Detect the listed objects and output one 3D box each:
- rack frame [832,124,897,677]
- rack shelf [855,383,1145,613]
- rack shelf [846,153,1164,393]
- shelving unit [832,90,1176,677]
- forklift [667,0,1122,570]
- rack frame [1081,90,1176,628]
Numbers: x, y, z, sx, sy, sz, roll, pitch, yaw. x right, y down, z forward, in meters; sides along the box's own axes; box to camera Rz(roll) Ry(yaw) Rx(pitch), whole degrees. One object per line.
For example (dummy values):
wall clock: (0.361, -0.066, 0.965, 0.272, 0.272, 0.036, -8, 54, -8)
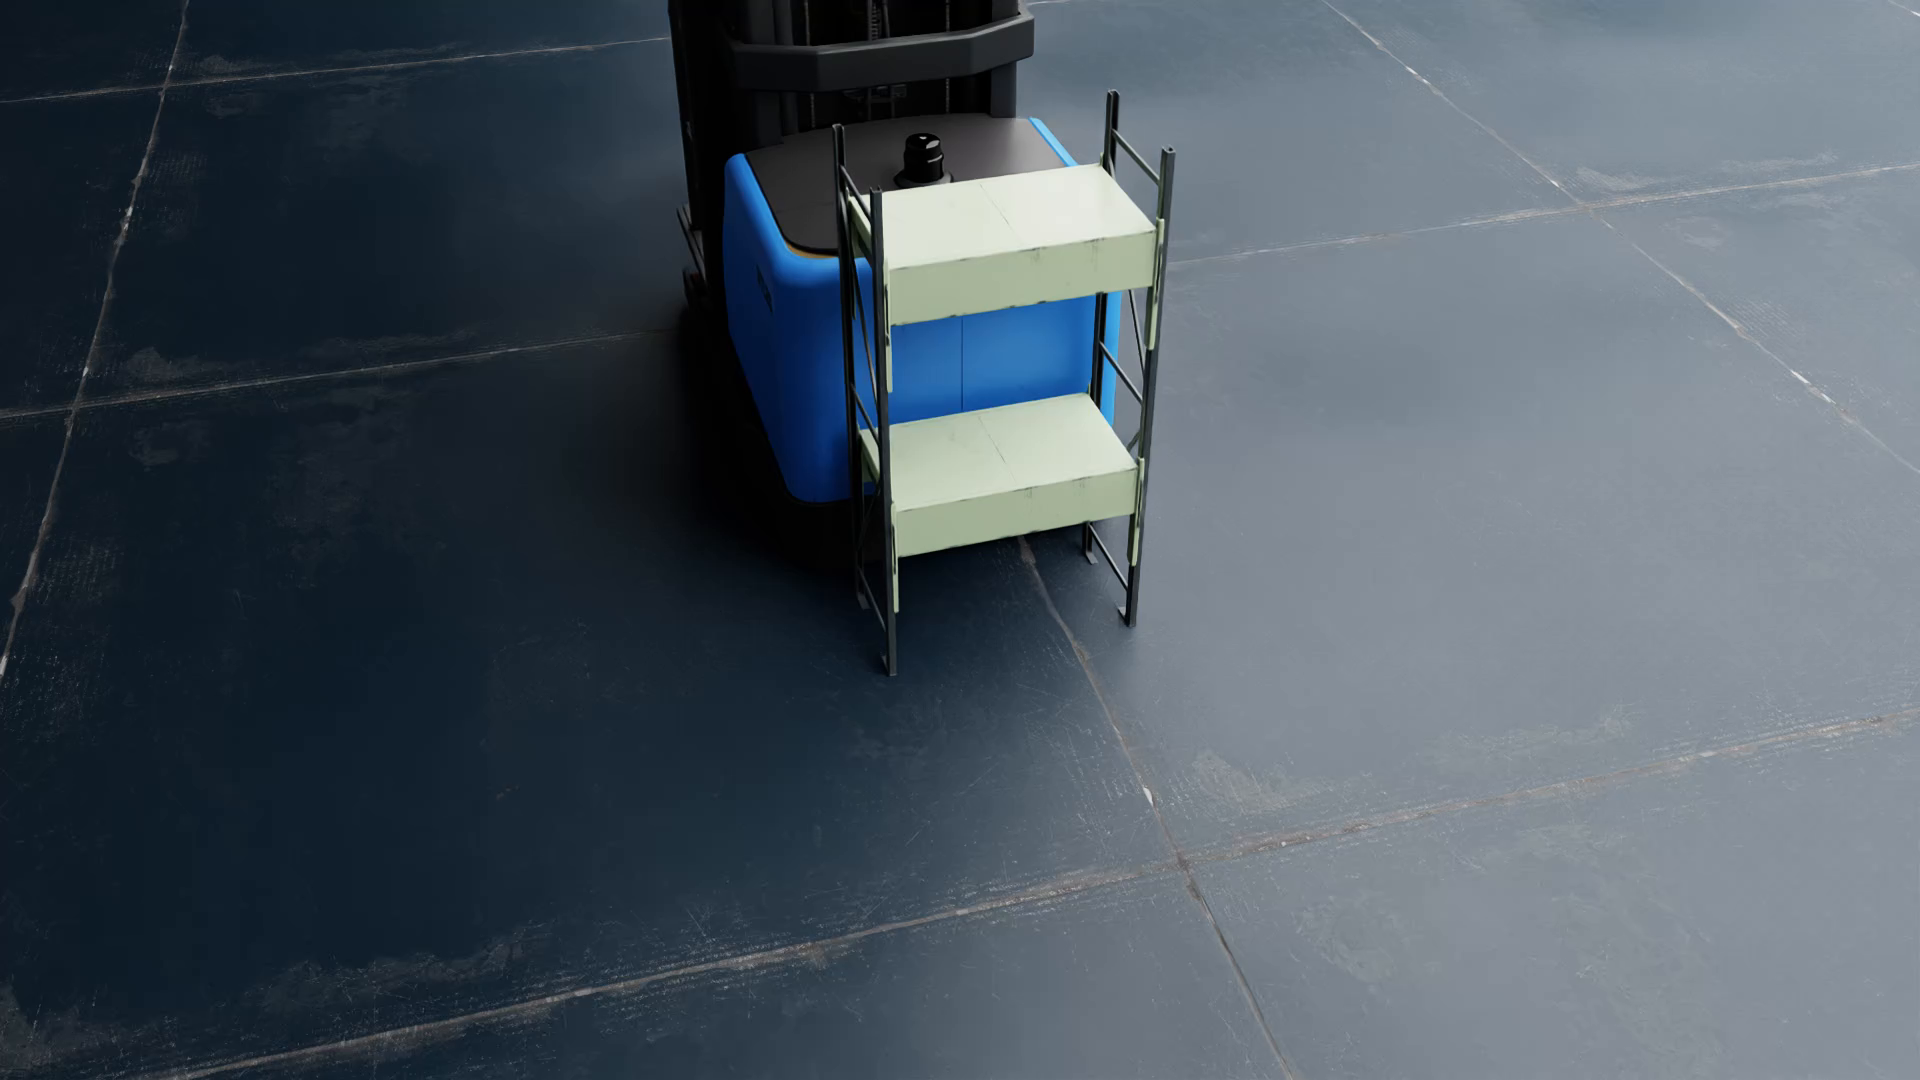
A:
rack frame: (-0.249, -0.322, 4.436, 0.023, 1.500, 0.400, -11, 39, -14)
rack shelf: (0.101, -0.128, 4.720, 0.720, 0.370, 0.431, -11, 39, -14)
rack shelf: (0.101, -0.697, 4.285, 0.720, 0.370, 0.431, -11, 39, -14)
shelving unit: (0.101, -0.387, 4.522, 0.755, 1.500, 0.431, -11, 39, -14)
forklift: (-0.425, -1.973, 5.417, 1.130, 2.935, 3.031, -10, 39, -13)
rack frame: (0.450, -0.453, 4.608, 0.023, 1.500, 0.400, -11, 39, -14)
